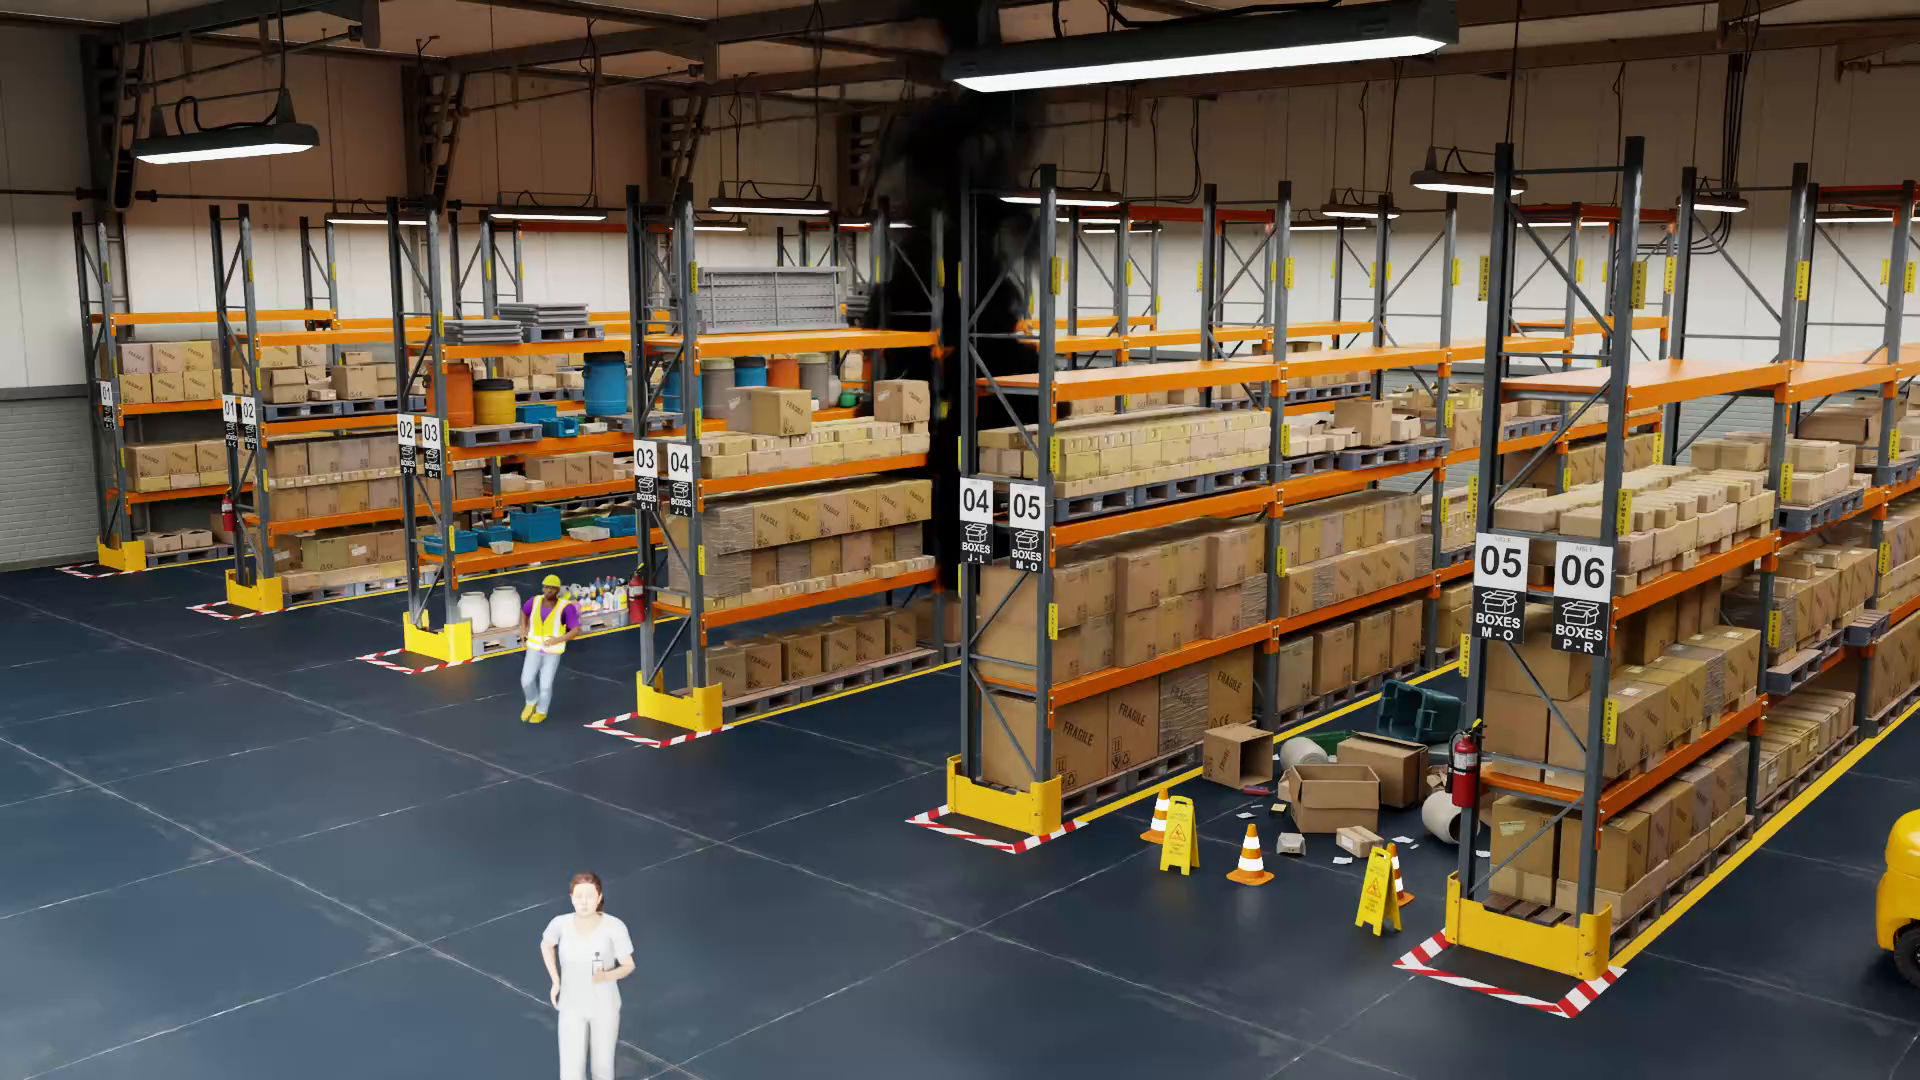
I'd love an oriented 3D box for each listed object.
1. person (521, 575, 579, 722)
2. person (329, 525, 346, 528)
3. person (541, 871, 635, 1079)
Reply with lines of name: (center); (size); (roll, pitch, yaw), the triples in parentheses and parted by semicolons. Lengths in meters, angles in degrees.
person: (-4.626, 1.234, 18.673); (0.721, 1.725, 0.588); (0, 9, 2)
person: (-10.508, -0.319, 28.183); (0.615, 1.624, 0.918); (7, 12, 35)
person: (-2.156, 2.762, 9.668); (0.546, 1.723, 0.712); (-2, 10, -9)
